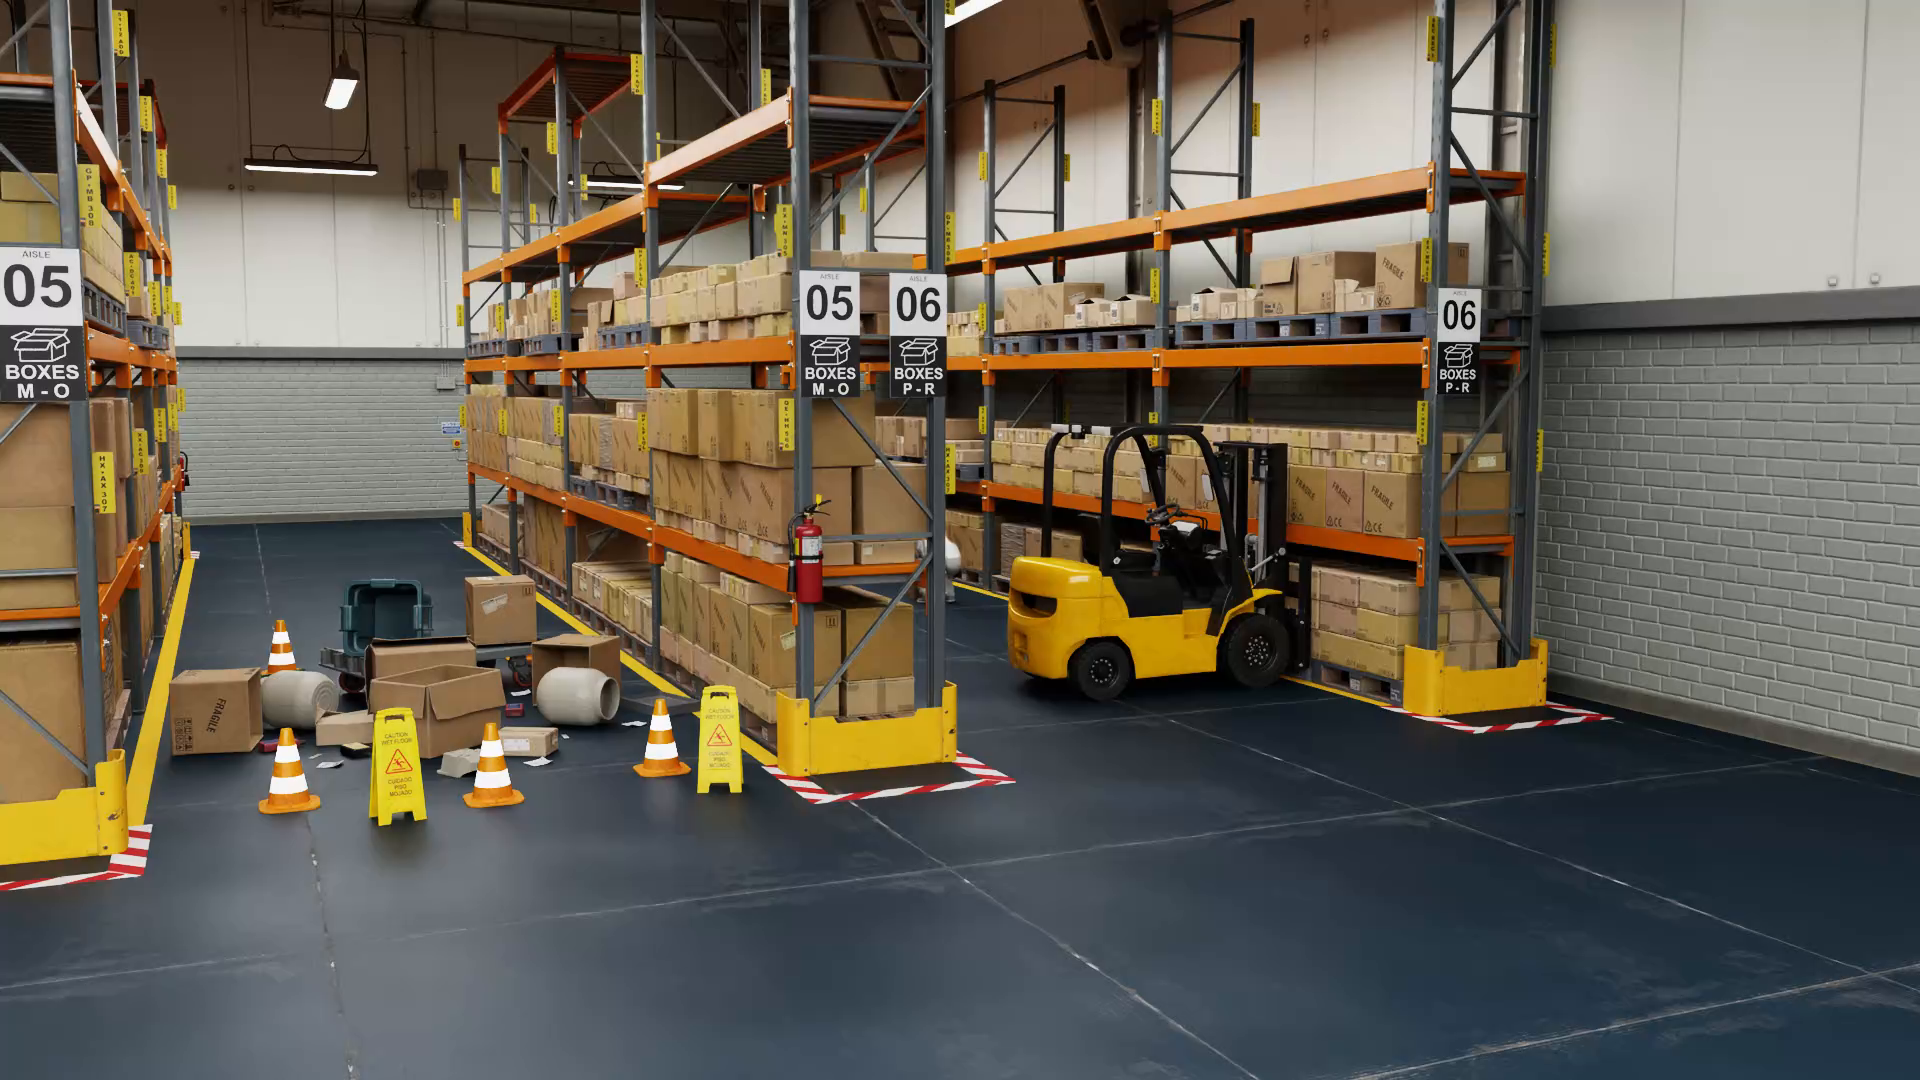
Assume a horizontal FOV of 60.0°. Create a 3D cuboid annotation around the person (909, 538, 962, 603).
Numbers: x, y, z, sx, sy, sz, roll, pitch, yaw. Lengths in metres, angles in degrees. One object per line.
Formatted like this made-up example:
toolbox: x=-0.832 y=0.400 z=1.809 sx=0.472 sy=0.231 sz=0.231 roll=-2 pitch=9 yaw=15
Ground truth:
person: x=-0.326 y=0.256 z=18.940 sx=0.524 sy=0.908 sz=0.858 roll=-2 pitch=6 yaw=-24
